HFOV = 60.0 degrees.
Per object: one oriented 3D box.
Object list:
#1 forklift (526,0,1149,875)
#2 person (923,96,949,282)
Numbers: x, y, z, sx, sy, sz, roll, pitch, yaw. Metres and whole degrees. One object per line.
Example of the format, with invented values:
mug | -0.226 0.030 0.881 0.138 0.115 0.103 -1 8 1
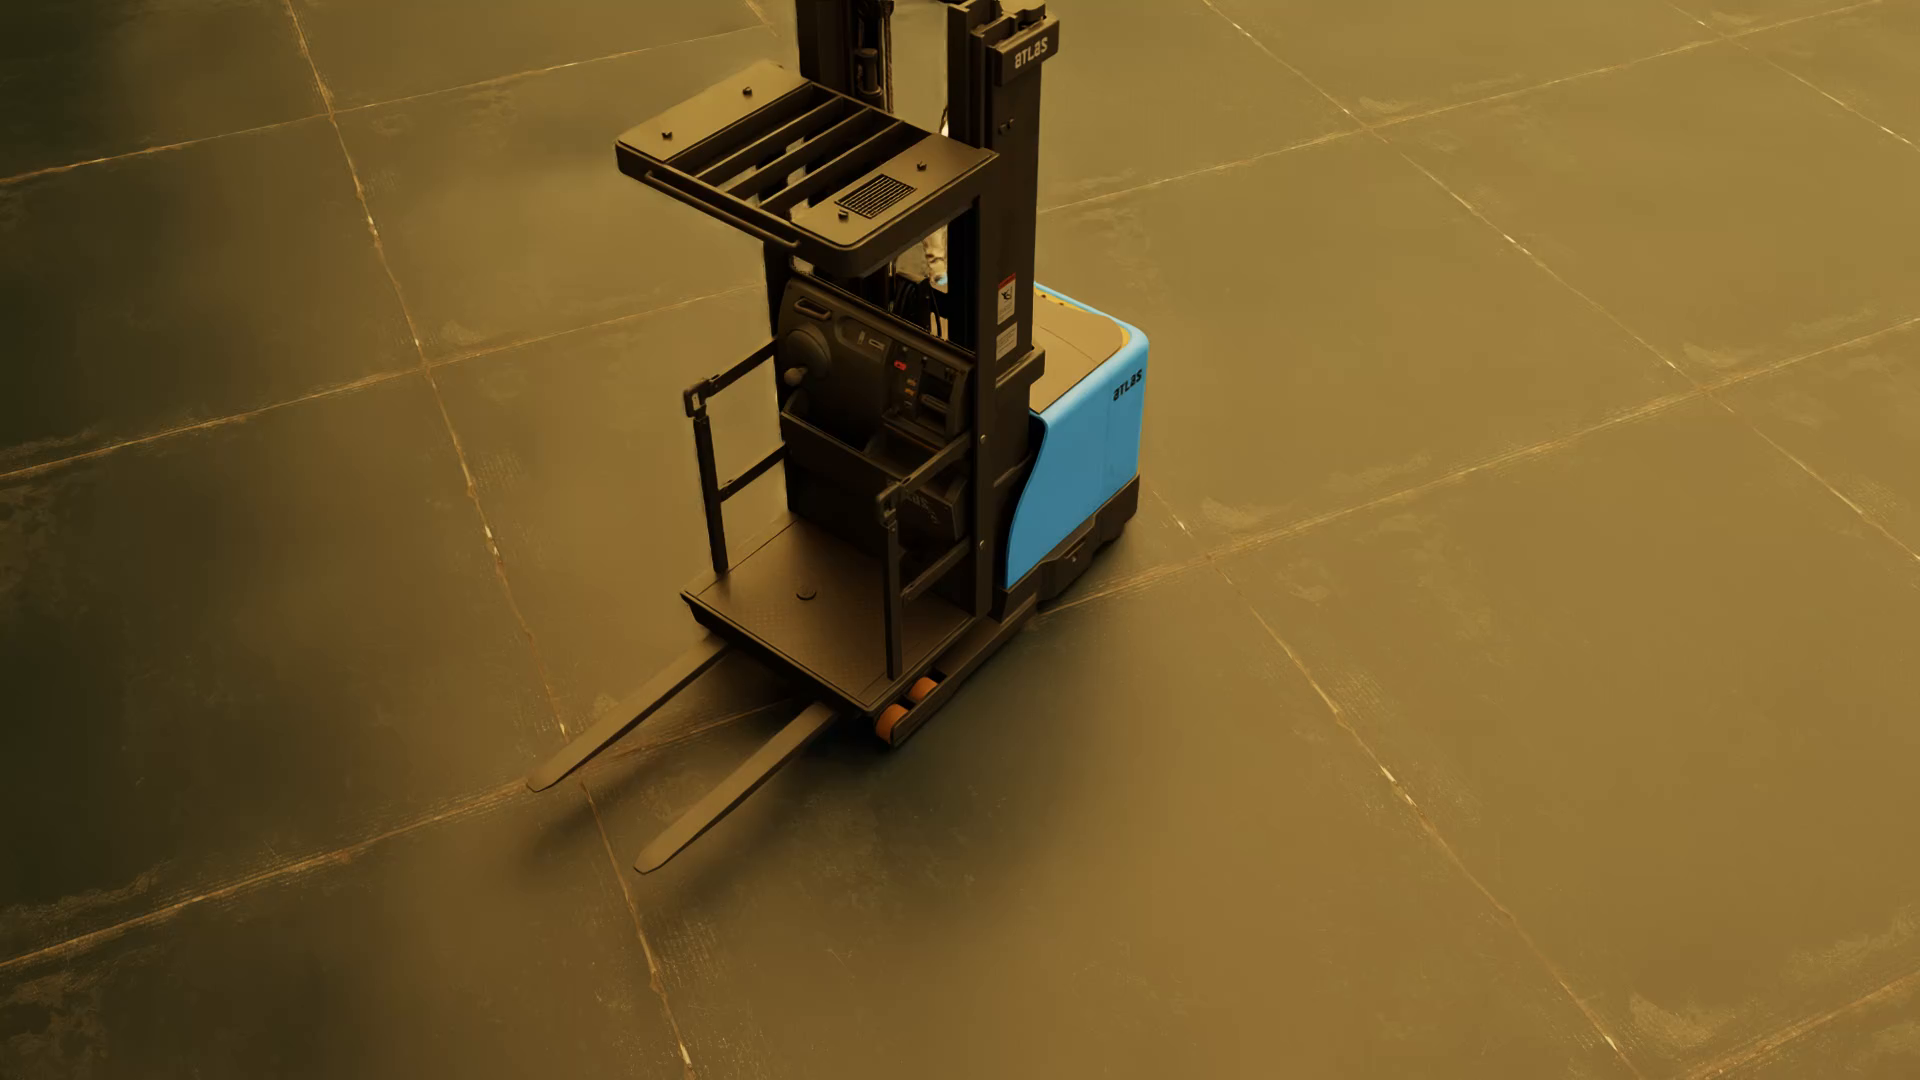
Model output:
forklift | -0.479 -0.612 6.336 1.130 2.935 3.031 29 50 27
person | 0.053 -1.989 8.836 0.789 1.560 0.526 -17 46 -18
